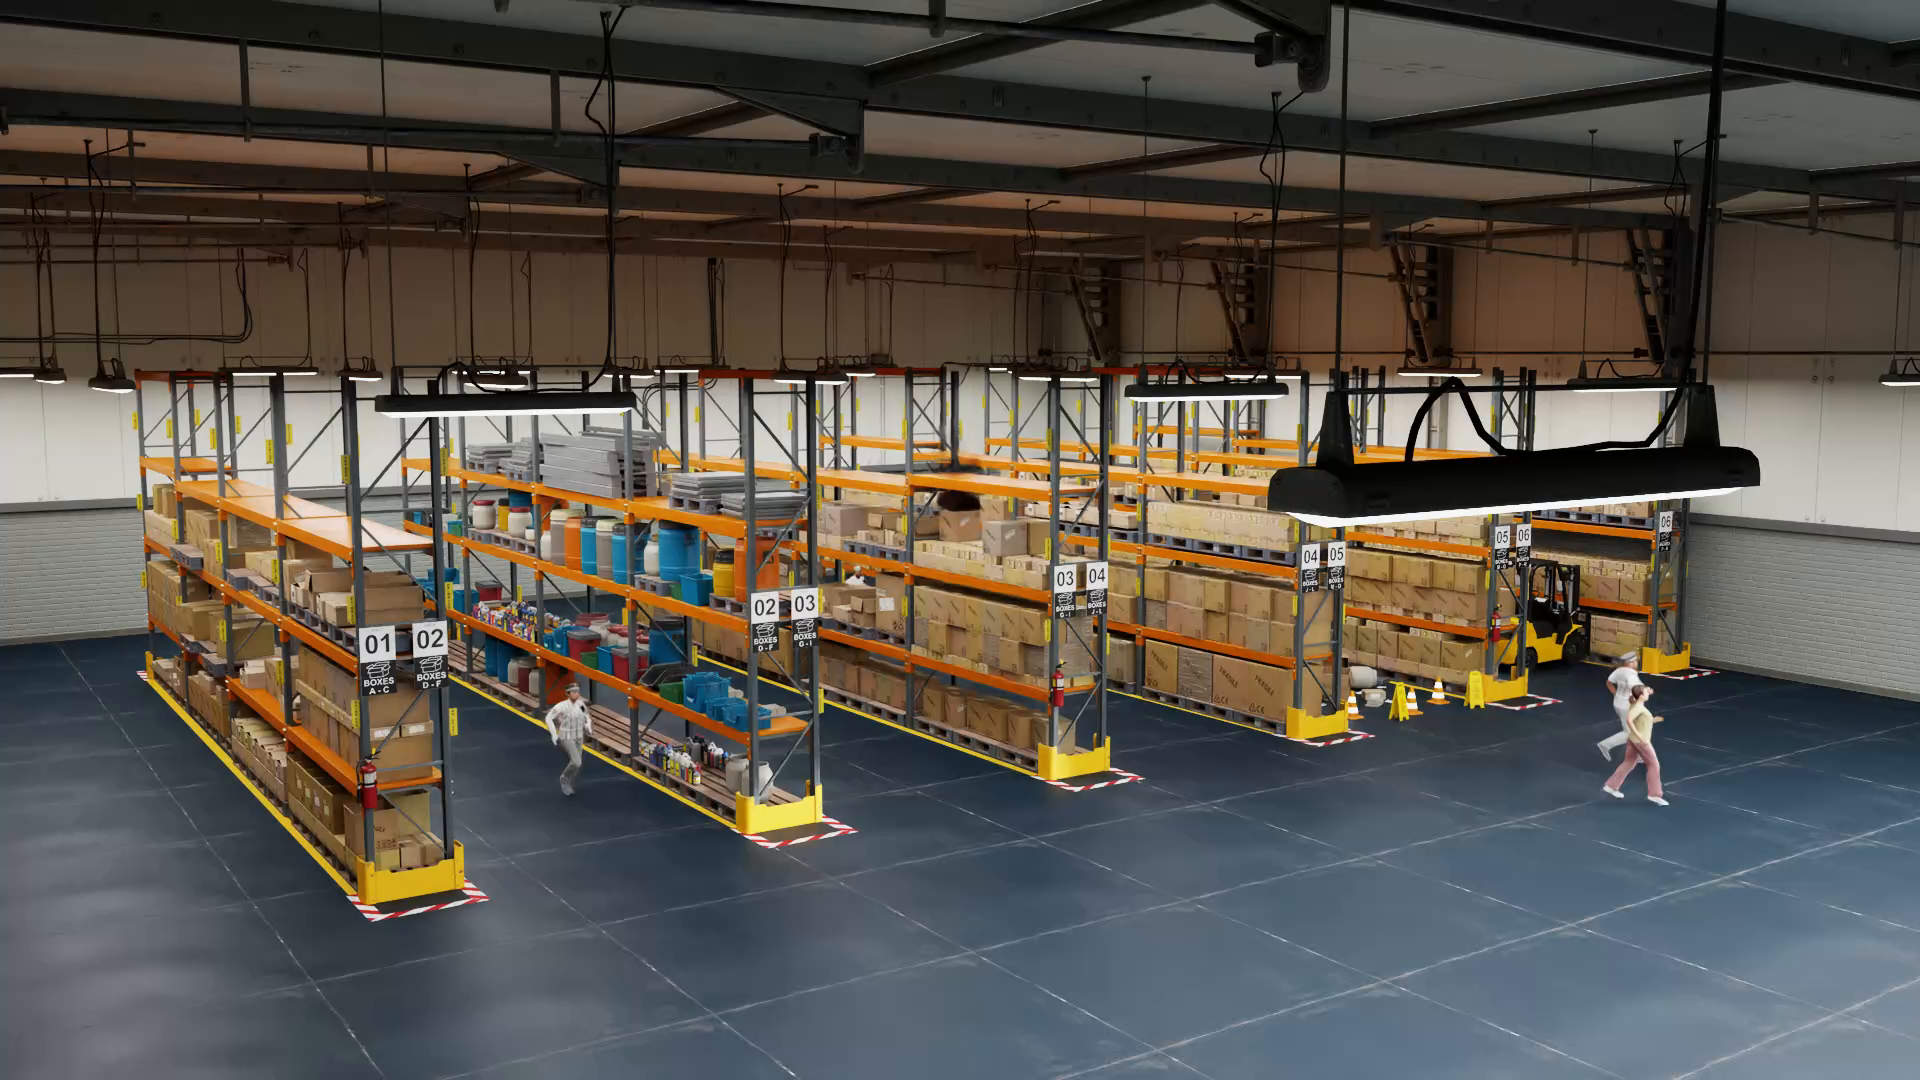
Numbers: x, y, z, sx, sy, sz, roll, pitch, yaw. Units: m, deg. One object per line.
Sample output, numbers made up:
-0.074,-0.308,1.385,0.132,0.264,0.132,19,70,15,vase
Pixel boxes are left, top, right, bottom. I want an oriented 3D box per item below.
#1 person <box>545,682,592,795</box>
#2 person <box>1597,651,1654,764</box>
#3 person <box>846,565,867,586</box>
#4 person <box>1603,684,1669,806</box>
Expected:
-5.510,2.828,23.669,0.700,1.647,0.583,5,8,39,person
10.205,2.569,25.499,0.879,1.761,0.678,0,6,0,person
-2.223,1.387,36.656,0.637,1.663,0.637,-4,8,-33,person
9.506,2.861,23.287,0.845,1.701,0.560,0,6,2,person
